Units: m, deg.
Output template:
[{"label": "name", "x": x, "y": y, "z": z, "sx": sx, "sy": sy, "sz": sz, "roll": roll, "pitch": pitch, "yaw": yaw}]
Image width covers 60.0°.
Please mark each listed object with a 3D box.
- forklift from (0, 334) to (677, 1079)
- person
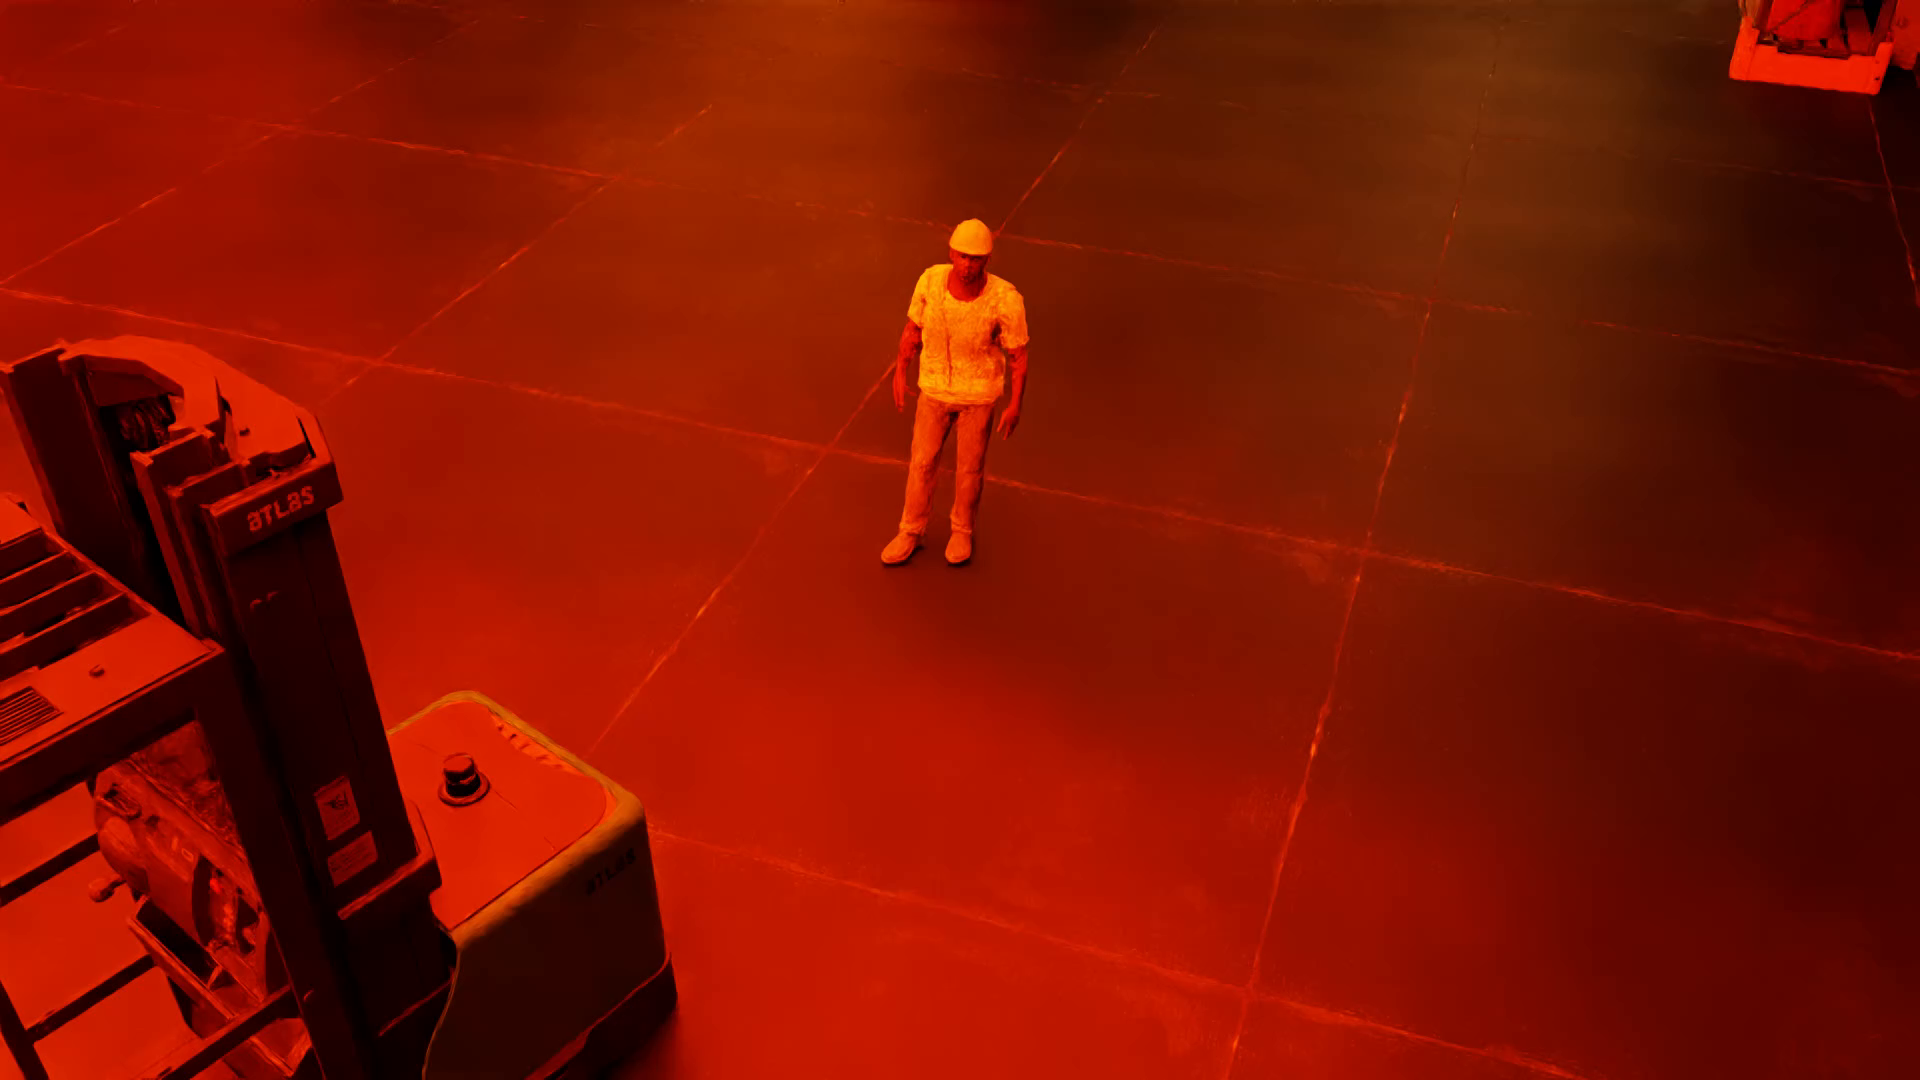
[{"label": "forklift", "x": -2.368, "y": 1.036, "z": 4.649, "sx": 1.130, "sy": 2.935, "sz": 3.031, "roll": 25, "pitch": 43, "yaw": 31}, {"label": "person", "x": -0.028, "y": -0.689, "z": 8.078, "sx": 0.665, "sy": 1.766, "sz": 0.576, "roll": 12, "pitch": 37, "yaw": 16}]
